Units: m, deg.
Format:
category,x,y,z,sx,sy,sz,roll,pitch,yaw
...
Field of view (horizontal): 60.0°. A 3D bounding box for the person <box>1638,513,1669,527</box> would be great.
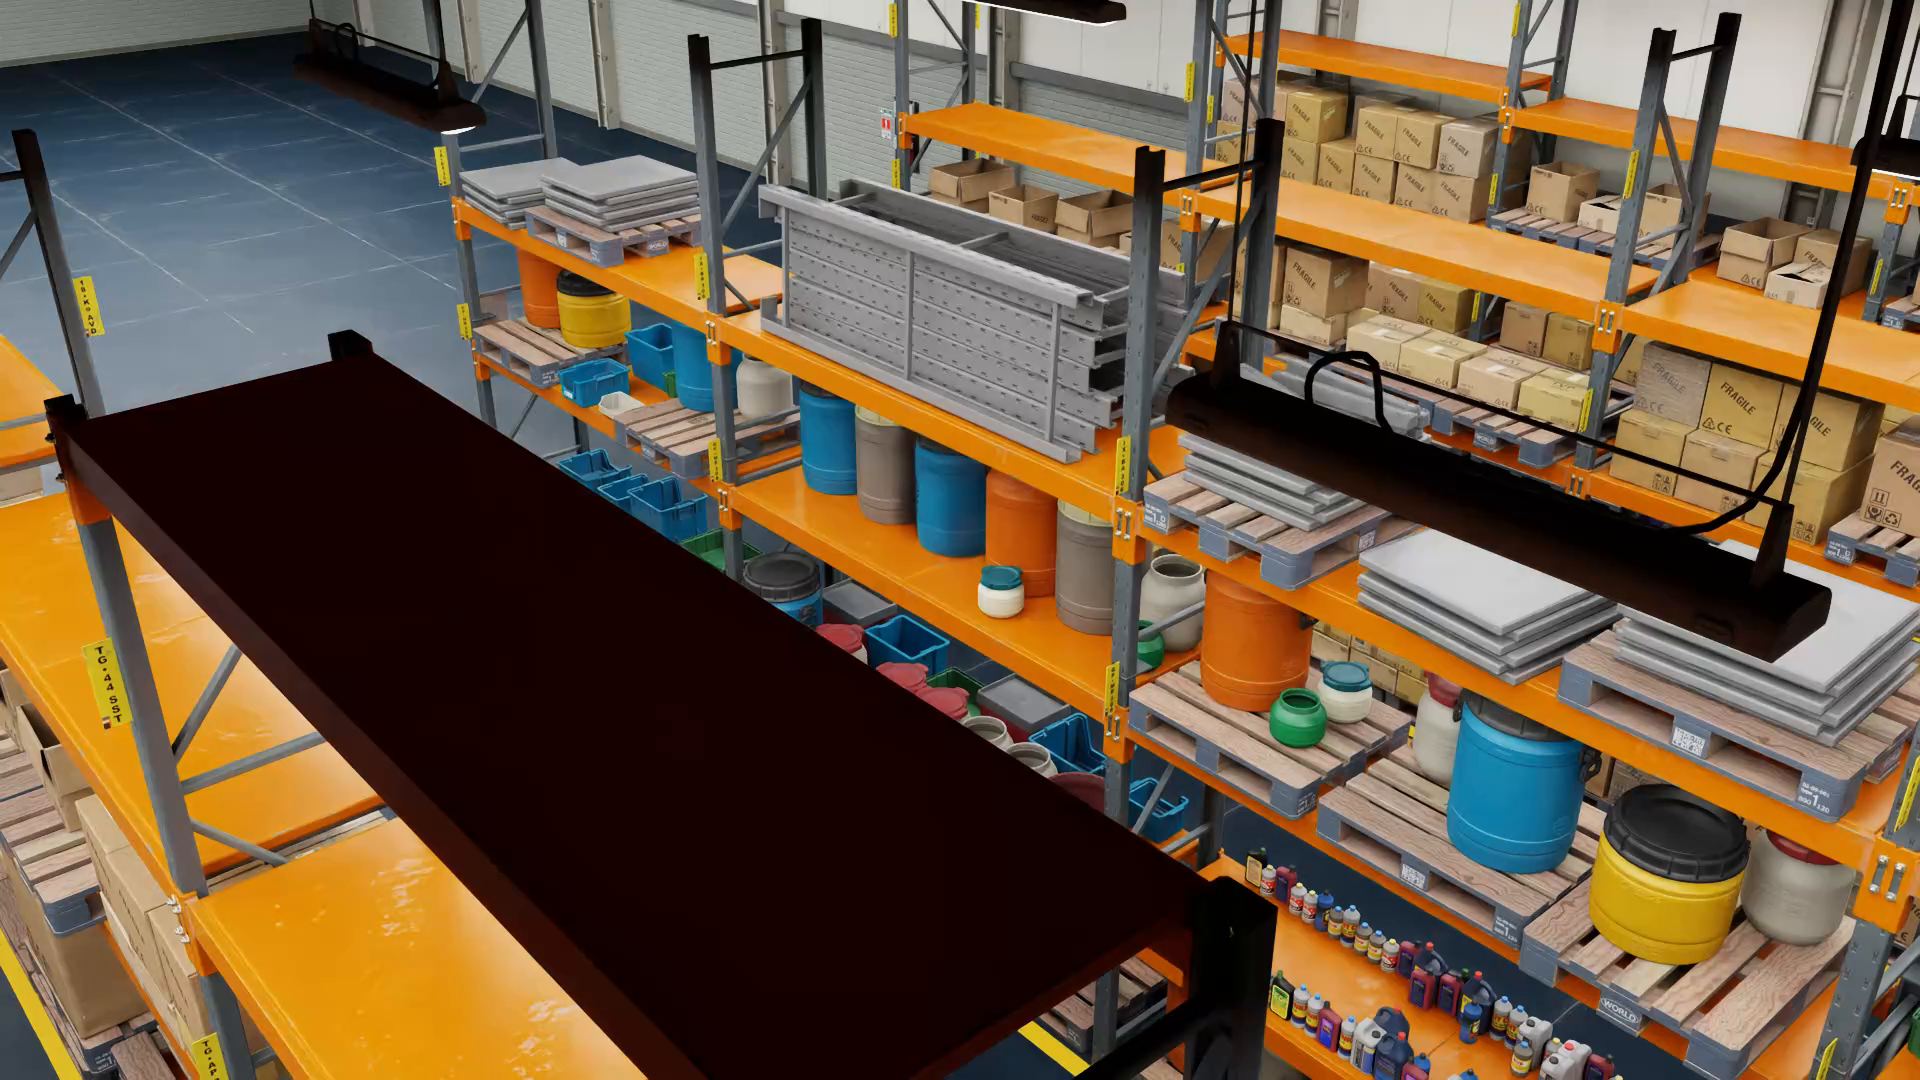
category,x,y,z,sx,sy,sz,roll,pitch,yaw
person,6.657,-0.232,16.238,1.033,1.582,0.586,20,33,35
